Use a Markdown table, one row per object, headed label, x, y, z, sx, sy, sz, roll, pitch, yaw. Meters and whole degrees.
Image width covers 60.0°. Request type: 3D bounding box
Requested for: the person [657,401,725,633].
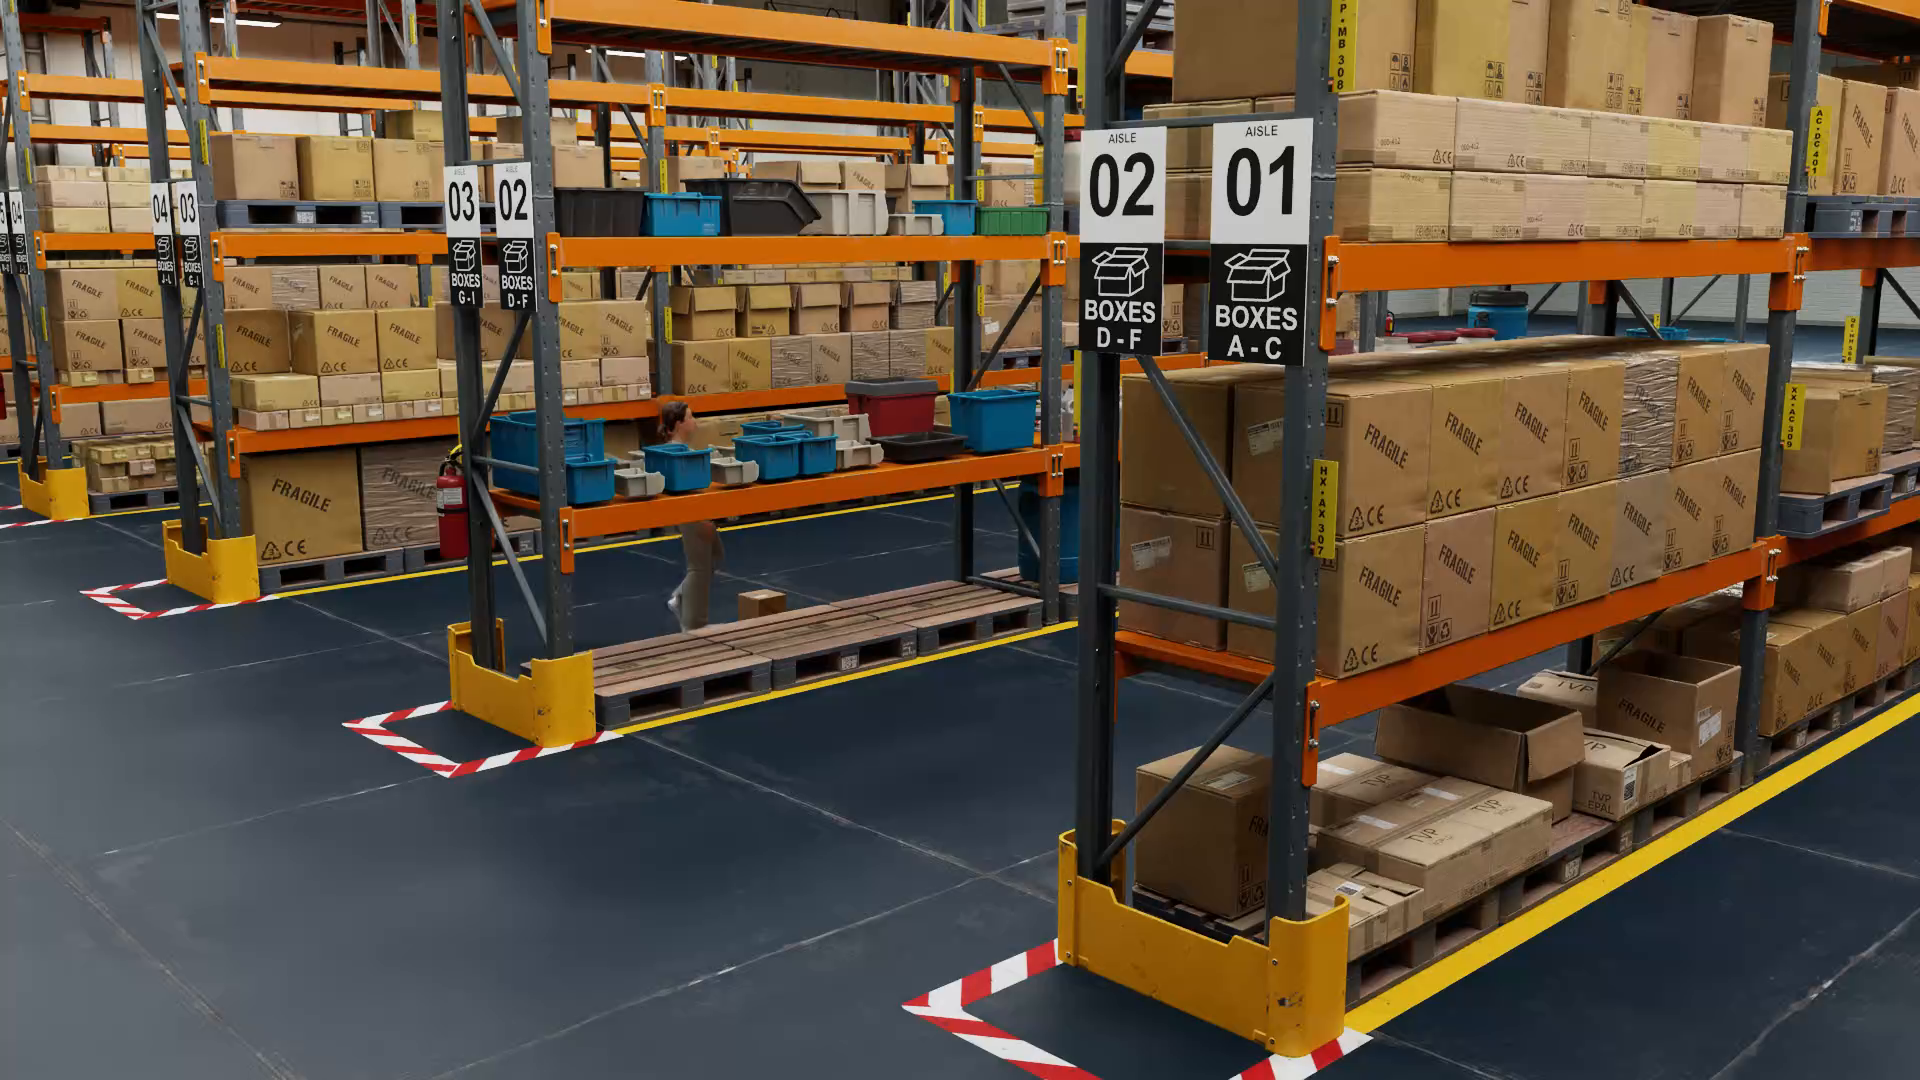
| label | x | y | z | sx | sy | sz | roll | pitch | yaw |
| --- | --- | --- | --- | --- | --- | --- | --- | --- | --- |
| person | -1.855 | -0.149 | 11.614 | 0.500 | 1.661 | 0.472 | -5 | 12 | -24 |
